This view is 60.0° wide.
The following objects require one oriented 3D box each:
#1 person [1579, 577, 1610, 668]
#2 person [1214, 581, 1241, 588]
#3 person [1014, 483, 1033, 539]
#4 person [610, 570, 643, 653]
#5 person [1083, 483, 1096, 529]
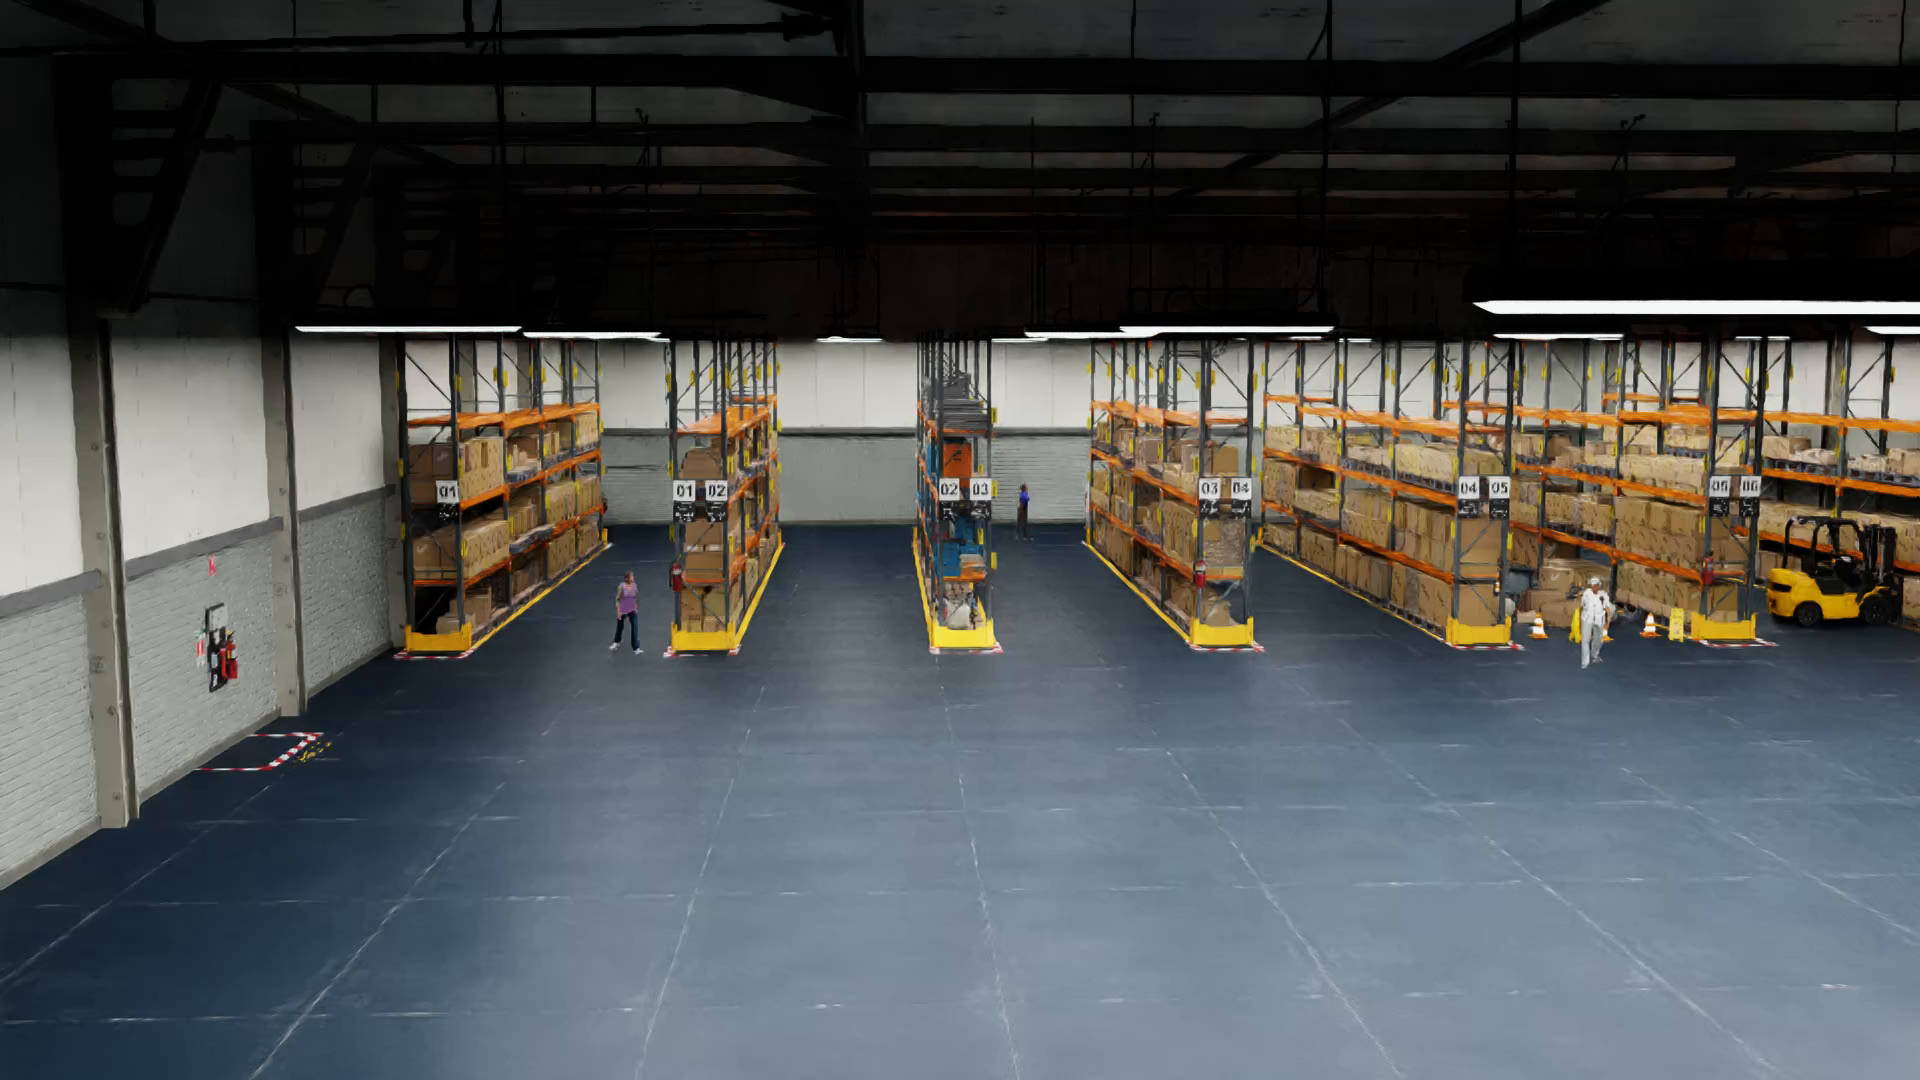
[{"bbox_3d":[11.280,1.437,29.572,0.499,1.609,0.909,2,7,14],"label":"person"},{"bbox_3d":[6.282,0.244,39.228,0.537,1.715,1.028,-1,7,-11],"label":"person"},{"bbox_3d":[1.842,-0.854,48.853,0.481,1.660,0.586,3,7,23],"label":"person"},{"bbox_3d":[-6.196,1.319,30.897,0.489,1.542,0.896,-4,8,-29],"label":"person"},{"bbox_3d":[4.140,-1.197,51.571,0.616,1.709,0.970,2,7,17],"label":"person"}]
